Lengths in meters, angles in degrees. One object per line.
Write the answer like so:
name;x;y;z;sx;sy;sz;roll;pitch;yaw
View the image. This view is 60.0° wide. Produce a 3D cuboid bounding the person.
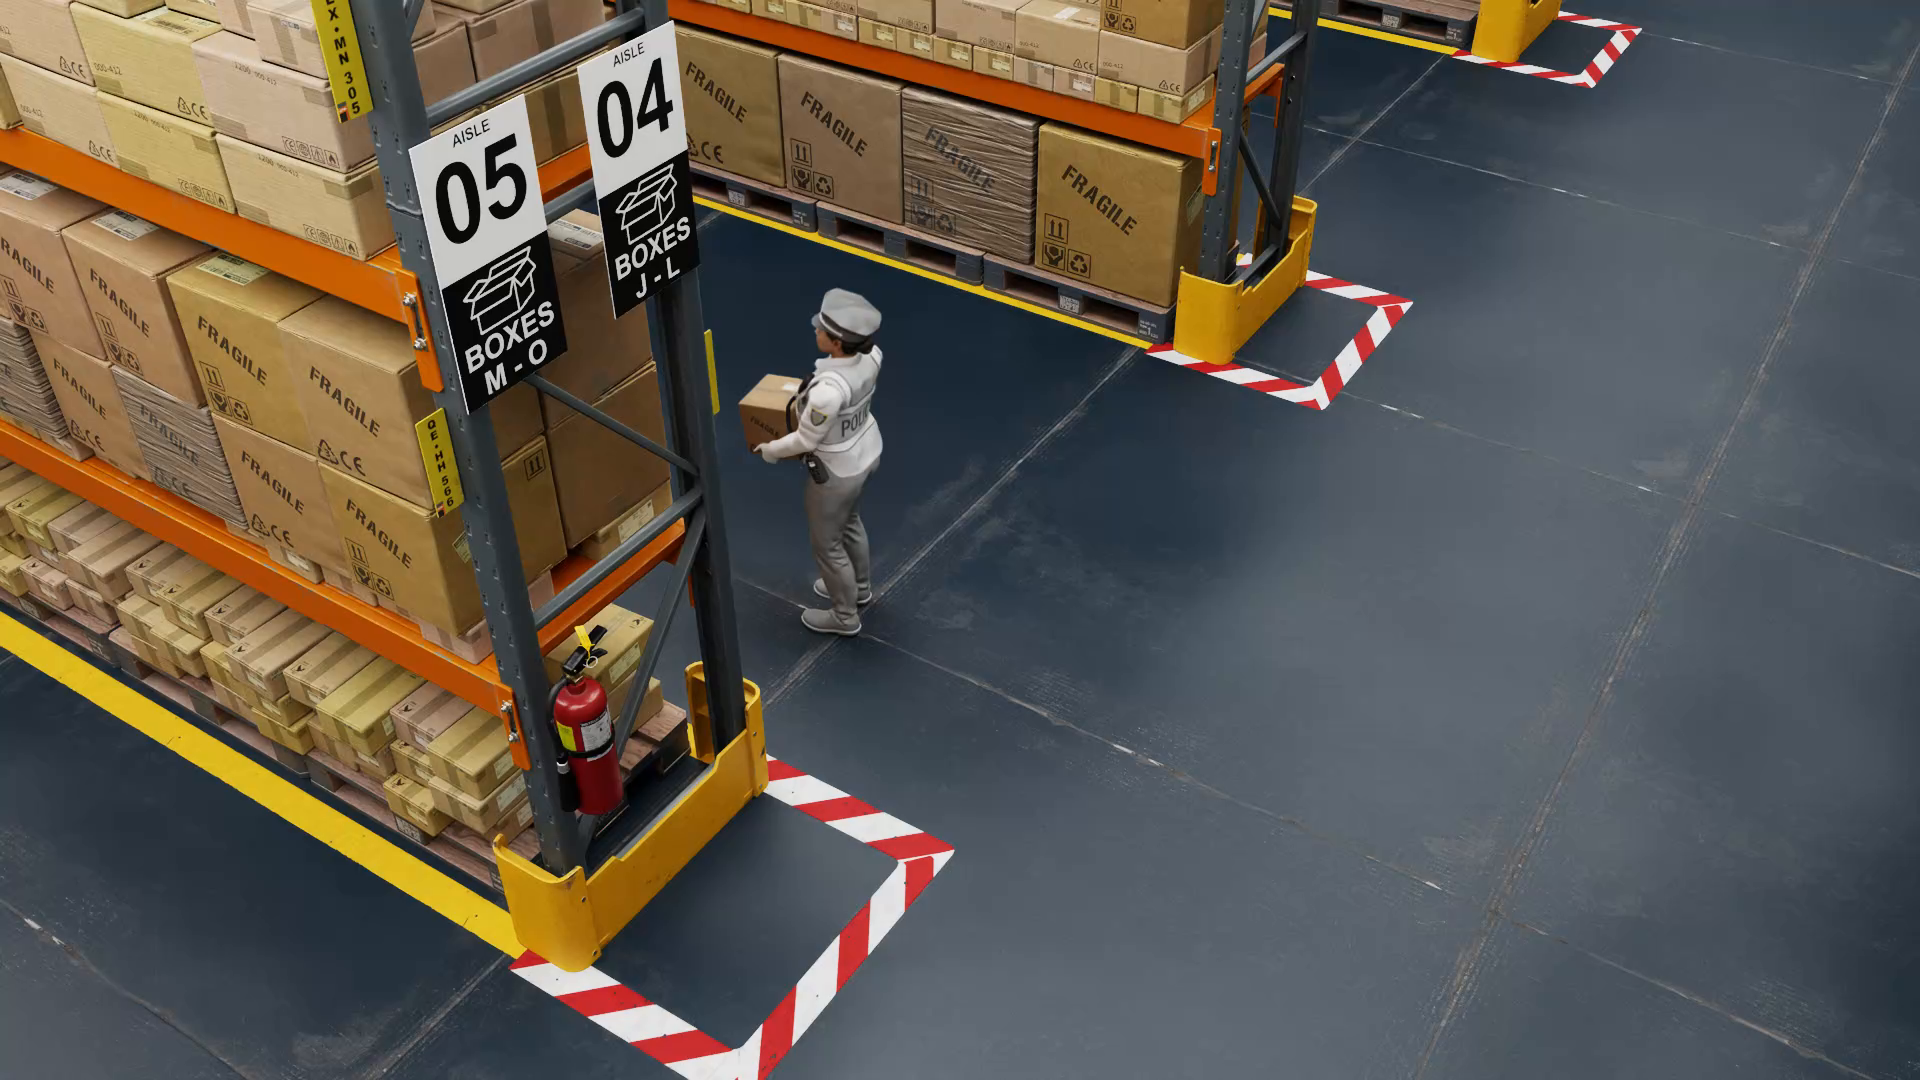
person;-0.569;-0.340;7.088;0.546;1.687;0.459;16;41;19
